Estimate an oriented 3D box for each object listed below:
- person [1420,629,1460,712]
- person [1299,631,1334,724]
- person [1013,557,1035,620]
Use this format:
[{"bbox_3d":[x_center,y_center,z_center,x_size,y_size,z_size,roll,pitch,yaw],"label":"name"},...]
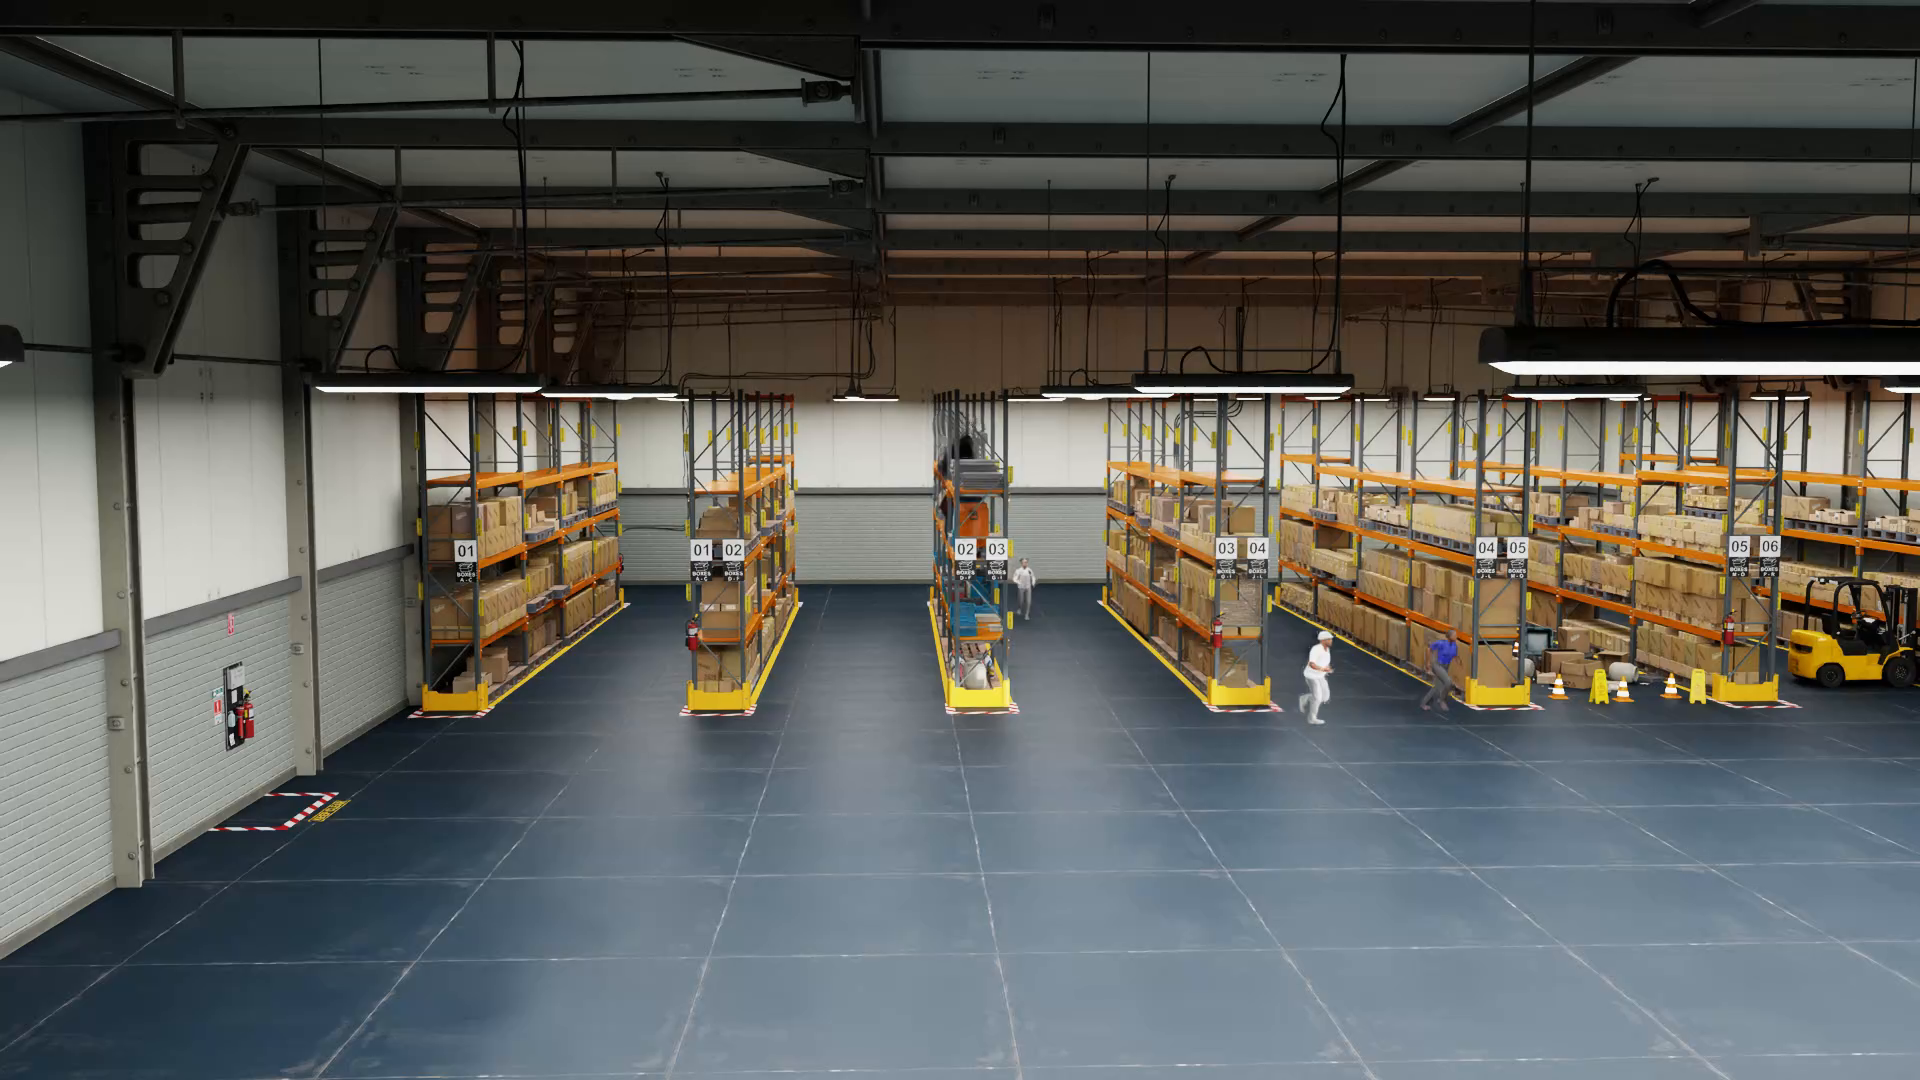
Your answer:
[{"bbox_3d":[9.015,2.415,31.086,0.613,1.551,0.776,-3,6,-33],"label":"person"},{"bbox_3d":[6.385,2.458,29.719,0.722,1.701,0.673,4,6,38],"label":"person"},{"bbox_3d":[1.724,1.282,44.294,0.625,1.654,0.723,-1,5,-11],"label":"person"}]
